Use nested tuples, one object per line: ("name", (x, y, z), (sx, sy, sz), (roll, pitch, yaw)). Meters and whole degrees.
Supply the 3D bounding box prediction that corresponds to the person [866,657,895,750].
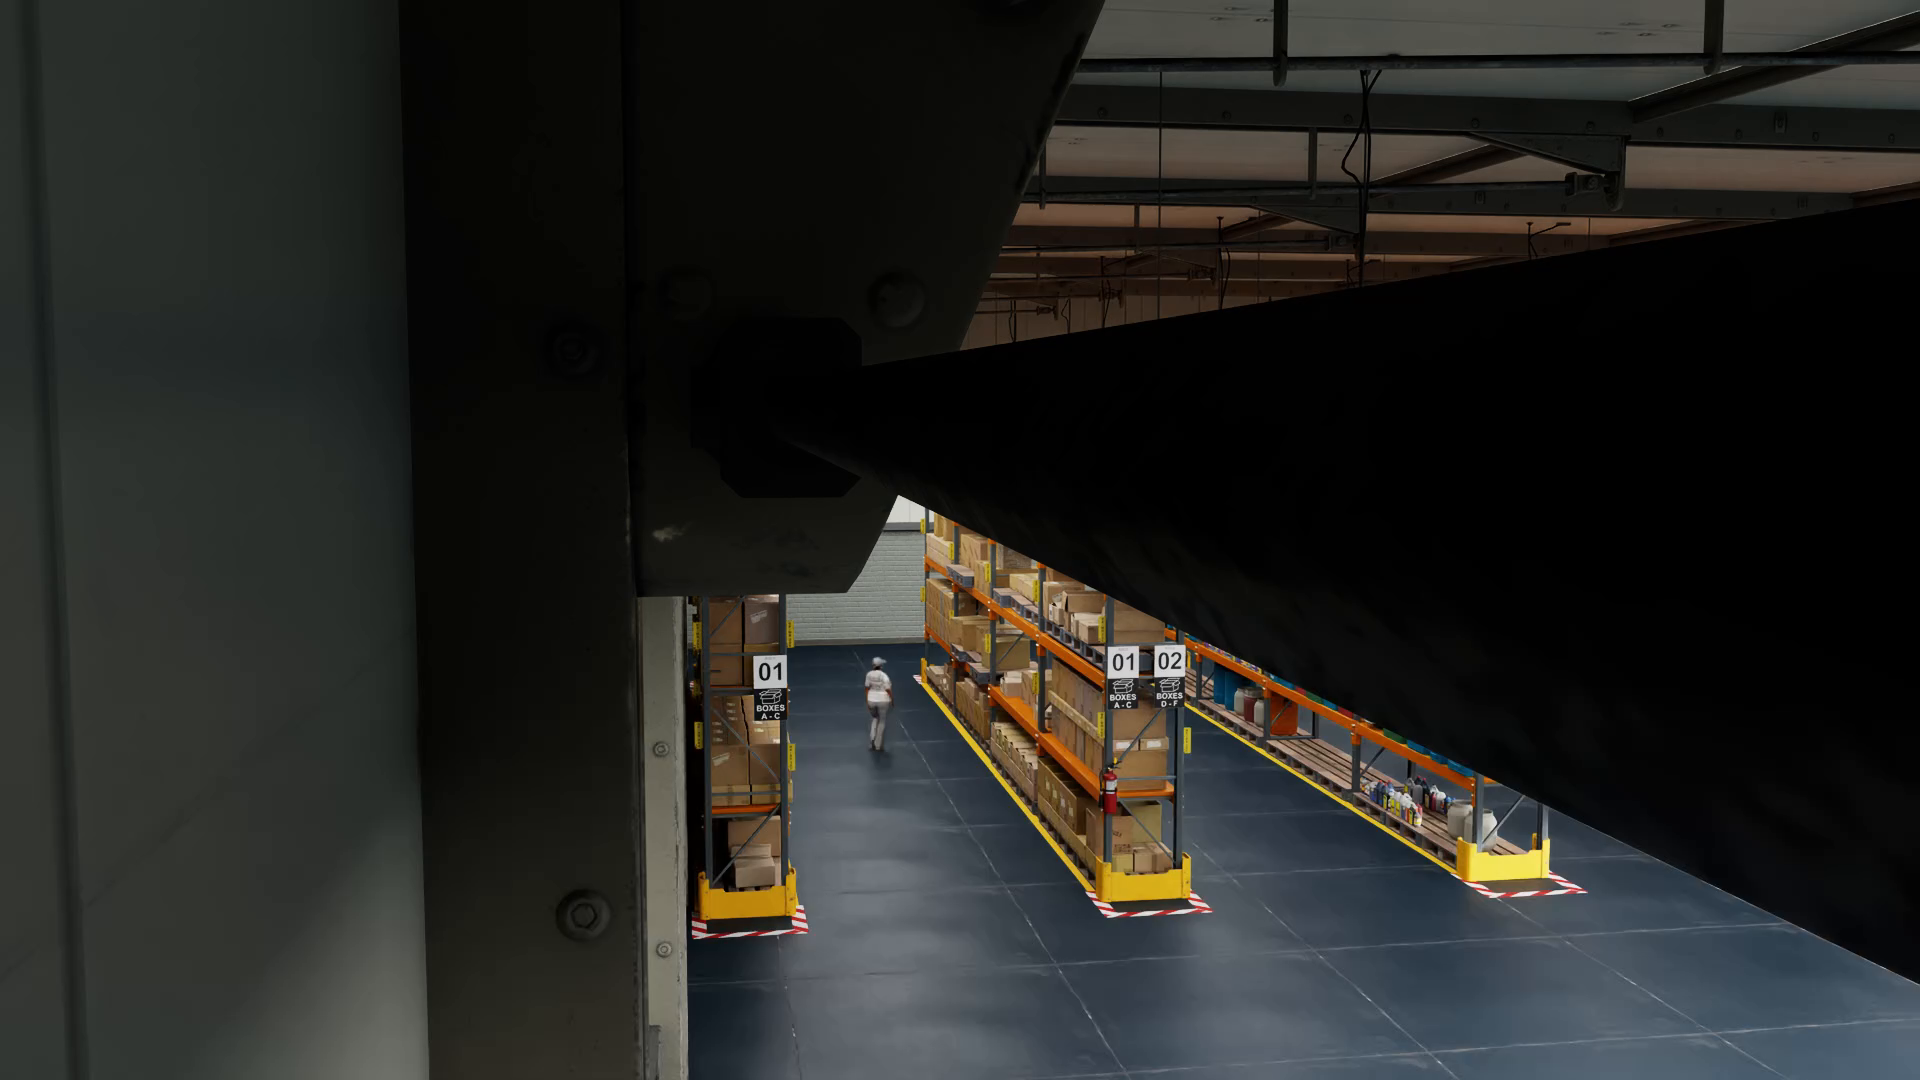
("person", (-1.411, 2.912, 29.553), (0.499, 1.695, 0.466), (3, 6, 28))
